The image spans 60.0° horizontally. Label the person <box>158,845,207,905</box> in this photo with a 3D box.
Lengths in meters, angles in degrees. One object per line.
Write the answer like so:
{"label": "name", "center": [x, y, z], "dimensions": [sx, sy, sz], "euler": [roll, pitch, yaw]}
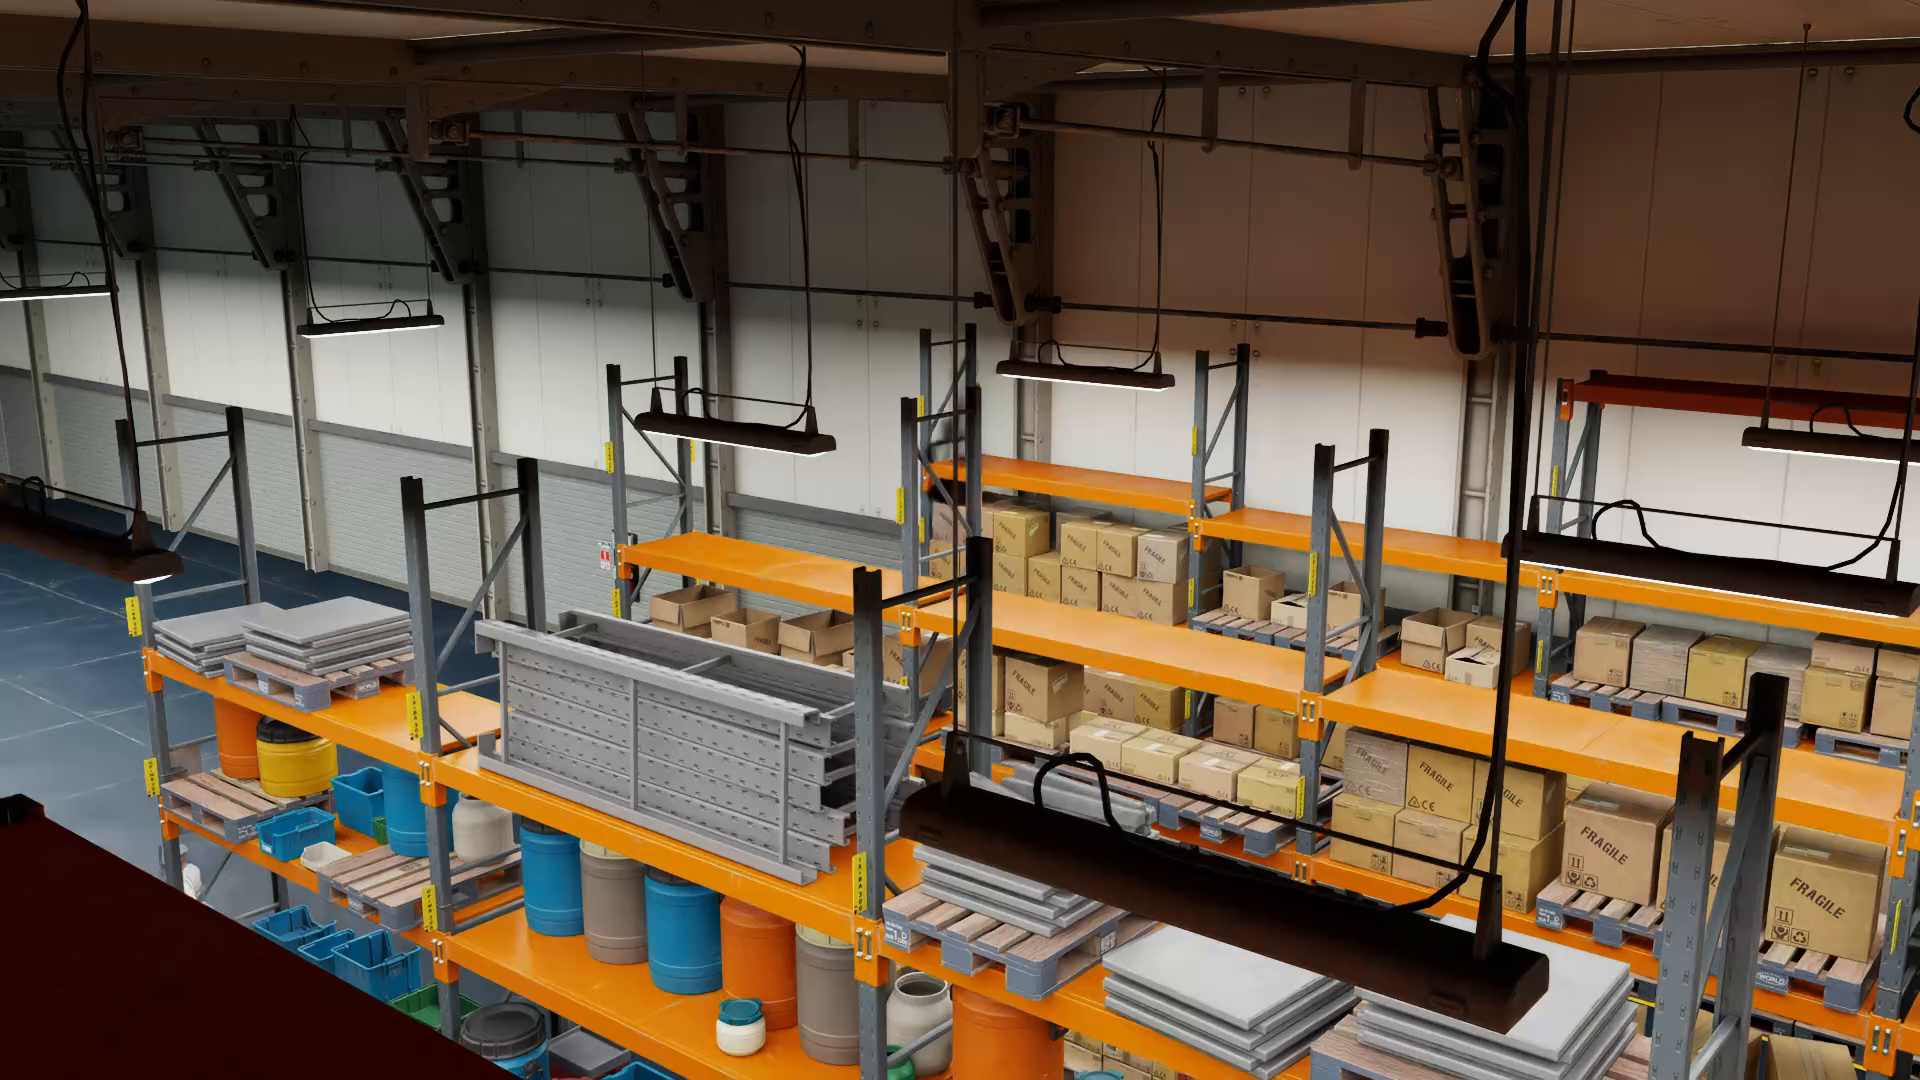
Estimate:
{"label": "person", "center": [-7.383, 3.757, 15.779], "dimensions": [0.581, 1.838, 0.648], "euler": [-1, 13, -7]}
